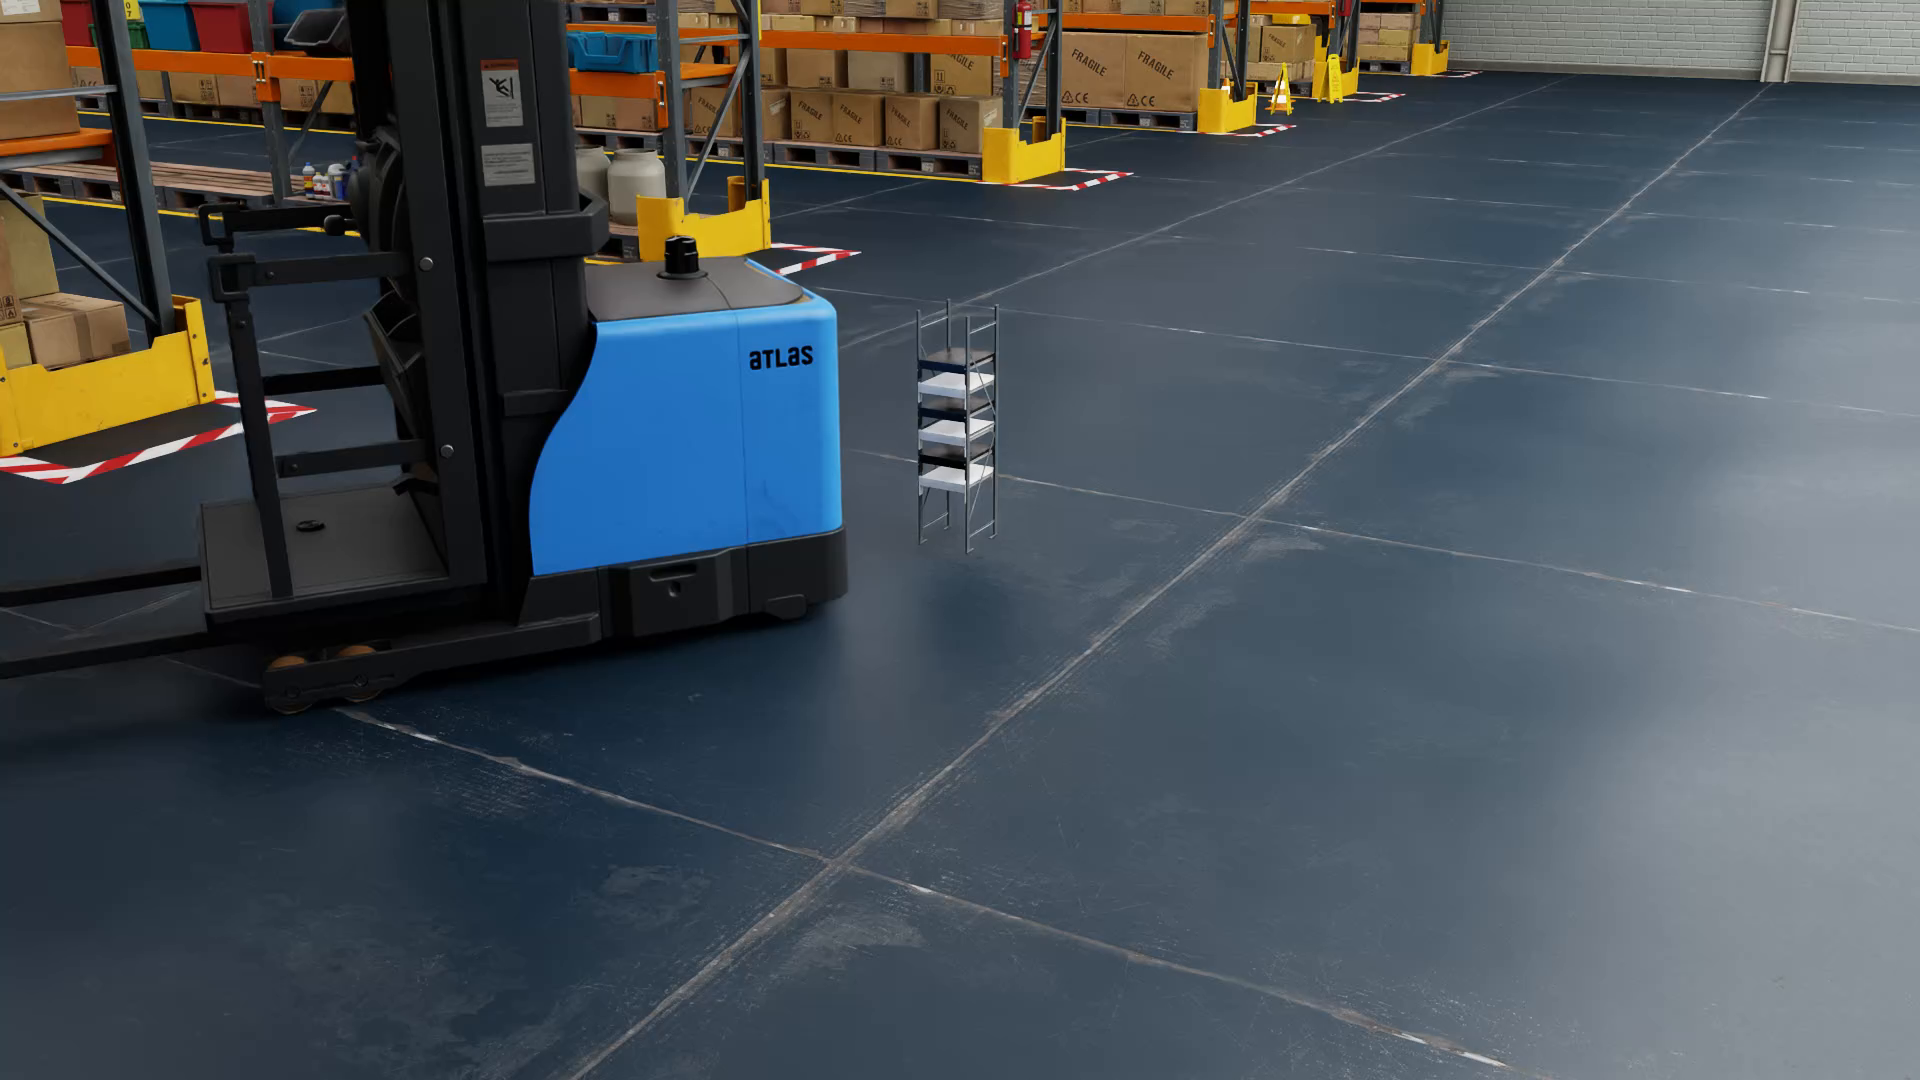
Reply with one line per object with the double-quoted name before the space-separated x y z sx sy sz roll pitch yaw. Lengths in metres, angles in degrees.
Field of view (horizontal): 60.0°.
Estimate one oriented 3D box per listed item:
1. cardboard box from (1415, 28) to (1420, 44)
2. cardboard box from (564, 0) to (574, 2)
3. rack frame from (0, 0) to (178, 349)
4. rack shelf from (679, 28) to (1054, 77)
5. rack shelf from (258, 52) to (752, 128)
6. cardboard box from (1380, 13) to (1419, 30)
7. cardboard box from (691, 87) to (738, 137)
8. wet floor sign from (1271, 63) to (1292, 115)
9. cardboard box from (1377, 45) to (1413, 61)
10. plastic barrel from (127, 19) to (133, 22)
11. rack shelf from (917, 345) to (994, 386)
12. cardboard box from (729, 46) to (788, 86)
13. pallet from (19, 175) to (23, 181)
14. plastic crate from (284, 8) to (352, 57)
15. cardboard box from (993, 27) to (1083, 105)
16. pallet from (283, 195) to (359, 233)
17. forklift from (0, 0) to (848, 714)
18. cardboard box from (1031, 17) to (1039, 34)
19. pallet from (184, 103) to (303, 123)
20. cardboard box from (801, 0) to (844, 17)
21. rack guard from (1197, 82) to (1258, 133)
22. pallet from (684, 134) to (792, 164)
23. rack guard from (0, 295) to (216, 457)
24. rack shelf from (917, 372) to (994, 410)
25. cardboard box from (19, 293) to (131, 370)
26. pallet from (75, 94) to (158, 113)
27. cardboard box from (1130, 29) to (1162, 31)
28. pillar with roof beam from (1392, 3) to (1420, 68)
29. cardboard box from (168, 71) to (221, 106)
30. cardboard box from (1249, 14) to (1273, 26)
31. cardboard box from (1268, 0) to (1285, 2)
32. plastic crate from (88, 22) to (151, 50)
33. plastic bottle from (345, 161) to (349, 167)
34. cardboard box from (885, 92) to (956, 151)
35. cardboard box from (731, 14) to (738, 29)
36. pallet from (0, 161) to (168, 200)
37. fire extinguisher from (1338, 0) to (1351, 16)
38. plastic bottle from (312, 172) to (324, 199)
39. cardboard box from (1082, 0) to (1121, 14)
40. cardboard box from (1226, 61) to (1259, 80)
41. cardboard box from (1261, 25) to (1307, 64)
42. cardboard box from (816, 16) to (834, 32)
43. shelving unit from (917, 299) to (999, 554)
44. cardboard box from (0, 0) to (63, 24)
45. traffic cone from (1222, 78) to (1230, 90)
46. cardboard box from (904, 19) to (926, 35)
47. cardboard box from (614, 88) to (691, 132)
"cardboard box" 7.630 -8.631 28.443 0.500 0.250 0.500 11 23 28
"cardboard box" -4.361 -6.095 18.000 0.637 0.503 0.797 13 24 33
"rack frame" -4.145 -1.974 7.408 0.127 3.000 1.000 11 23 27
"rack shelf" -1.057 -4.917 16.576 4.000 0.370 1.077 11 23 27
"rack shelf" -3.473 -3.442 12.511 4.000 0.370 1.077 11 23 27
"cardboard box" 7.385 -8.710 27.927 0.500 0.250 0.500 12 23 29
"cardboard box" -2.473 -4.532 17.509 0.500 0.500 0.500 10 22 26
"wet floor sign" 4.187 -5.860 21.574 0.232 0.644 0.267 7 21 18
"cardboard box" 7.375 -8.240 28.099 0.500 0.250 0.500 11 23 28
"plastic barrel" -7.341 -4.653 14.631 0.421 0.512 0.421 0 20 0
"rack shelf" -0.007 -0.647 6.135 0.200 0.077 0.258 11 23 27
"cardboard box" -2.535 -6.580 22.790 0.750 0.750 1.050 11 23 28
"pallet" -9.419 -3.586 15.942 1.213 0.211 1.003 11 23 27
"plastic crate" -4.824 -3.959 12.972 0.504 0.338 0.767 11 23 27
"cardboard box" 1.008 -5.972 20.930 0.875 0.875 0.875 11 23 28
"pallet" -4.653 -2.678 13.439 1.213 0.211 1.003 11 23 27
"forklift" -1.944 -1.067 5.008 3.031 2.935 1.130 -9 22 -23
"cardboard box" 0.556 -4.923 15.906 0.250 0.149 0.380 11 23 27
"pallet" -9.077 -5.501 21.222 1.213 0.211 1.003 11 23 27
"cardboard box" -1.119 -5.439 16.378 0.500 0.500 0.875 11 23 27
"rack guard" 3.217 -5.203 19.976 0.348 0.500 1.175 11 23 27
"pallet" -2.199 -4.176 17.567 1.213 0.211 1.003 11 23 27
"rack guard" -4.124 -0.795 7.824 0.348 0.500 1.175 11 23 27
"rack shelf" -0.007 -0.562 6.165 0.200 0.077 0.258 11 23 27
"cardboard box" -4.505 -1.034 8.234 0.500 0.250 0.500 11 23 27
"pallet" -11.482 -5.960 22.485 1.213 0.211 1.003 11 23 27
"cardboard box" 2.886 -7.531 25.045 0.500 0.500 0.500 12 23 29
"pillar with roof beam" 5.672 -11.274 24.248 0.400 9.000 9.100 11 23 27
"cardboard box" -9.219 -6.016 21.052 0.875 0.875 1.225 11 23 27
"cardboard box" 4.342 -7.532 24.095 0.250 0.149 0.380 12 23 29
"cardboard box" 4.603 -7.811 23.869 0.250 0.149 0.380 10 22 26
"plastic crate" -6.877 -4.219 13.909 0.662 0.188 0.450 11 23 27
"plastic bottle" -4.807 -2.846 13.150 0.133 0.283 0.061 11 23 27
"cardboard box" -0.387 -4.143 16.437 0.500 0.500 0.500 18 27 41
"cardboard box" -2.096 -5.227 16.744 0.250 0.149 0.380 11 23 27
"pallet" -8.053 -3.327 15.228 1.213 0.211 1.003 11 23 27
"fire extinguisher" 5.397 -7.680 23.252 0.183 0.674 0.296 11 23 27
"plastic bottle" -5.065 -2.804 13.155 0.097 0.201 0.097 0 20 0
"cardboard box" 1.932 -6.717 20.262 0.550 0.550 0.875 11 23 27
"cardboard box" 4.237 -6.920 24.461 0.500 0.250 0.500 11 23 27
"cardboard box" 4.695 -7.186 24.092 0.500 0.500 0.500 11 23 28
"cardboard box" -1.206 -5.071 16.314 0.250 0.149 0.380 11 23 27
"shelving unit" -0.007 -0.424 6.215 0.210 0.900 0.258 11 23 27
"cardboard box" -4.383 -2.455 7.637 0.250 0.149 0.380 11 22 27
"traffic cone" 3.425 -5.701 21.402 0.334 0.463 0.336 11 23 27
"cardboard box" -0.333 -4.905 15.856 0.250 0.149 0.380 11 23 27
"cardboard box" -3.329 -4.728 18.021 0.500 0.500 0.700 9 22 23
